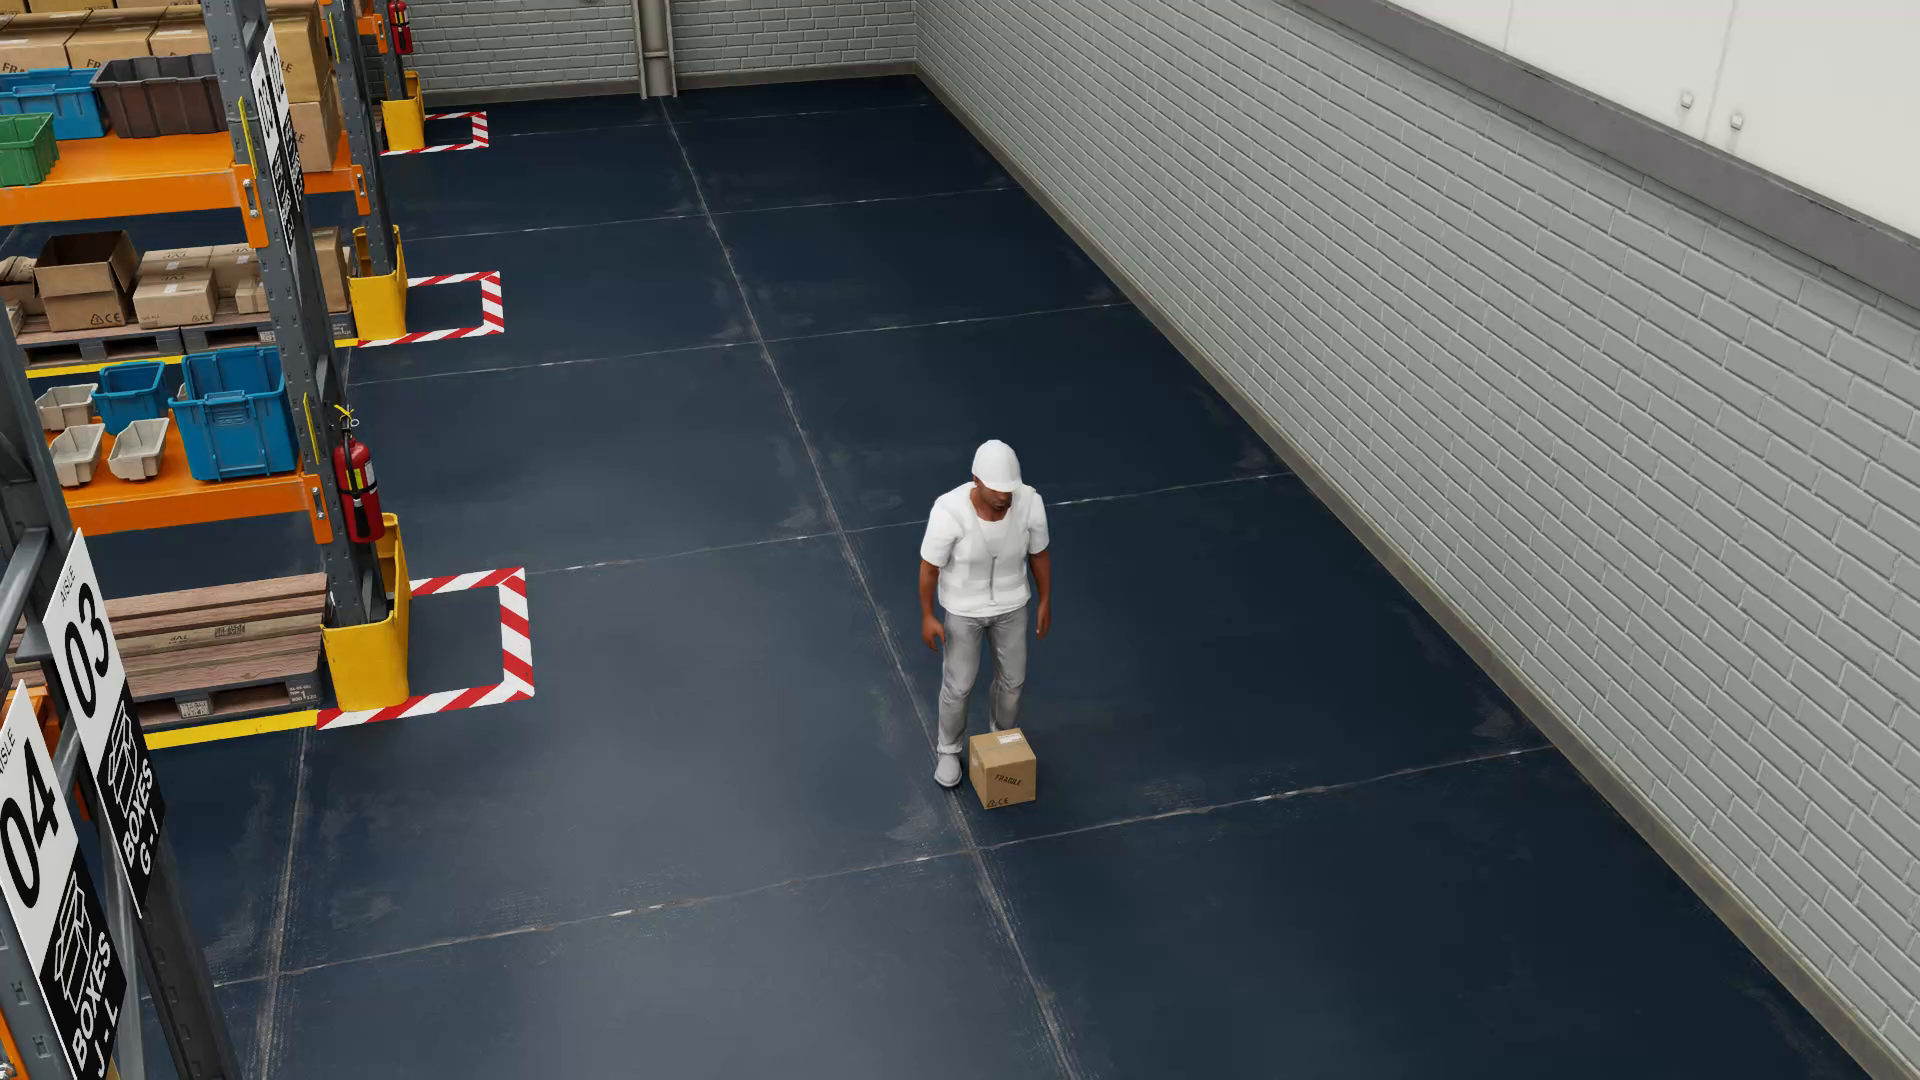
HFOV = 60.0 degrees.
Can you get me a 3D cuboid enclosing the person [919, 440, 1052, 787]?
[{"bbox_3d":[0.123,0.319,7.671,0.628,1.761,0.457,-8,31,-13],"label":"person"}]
